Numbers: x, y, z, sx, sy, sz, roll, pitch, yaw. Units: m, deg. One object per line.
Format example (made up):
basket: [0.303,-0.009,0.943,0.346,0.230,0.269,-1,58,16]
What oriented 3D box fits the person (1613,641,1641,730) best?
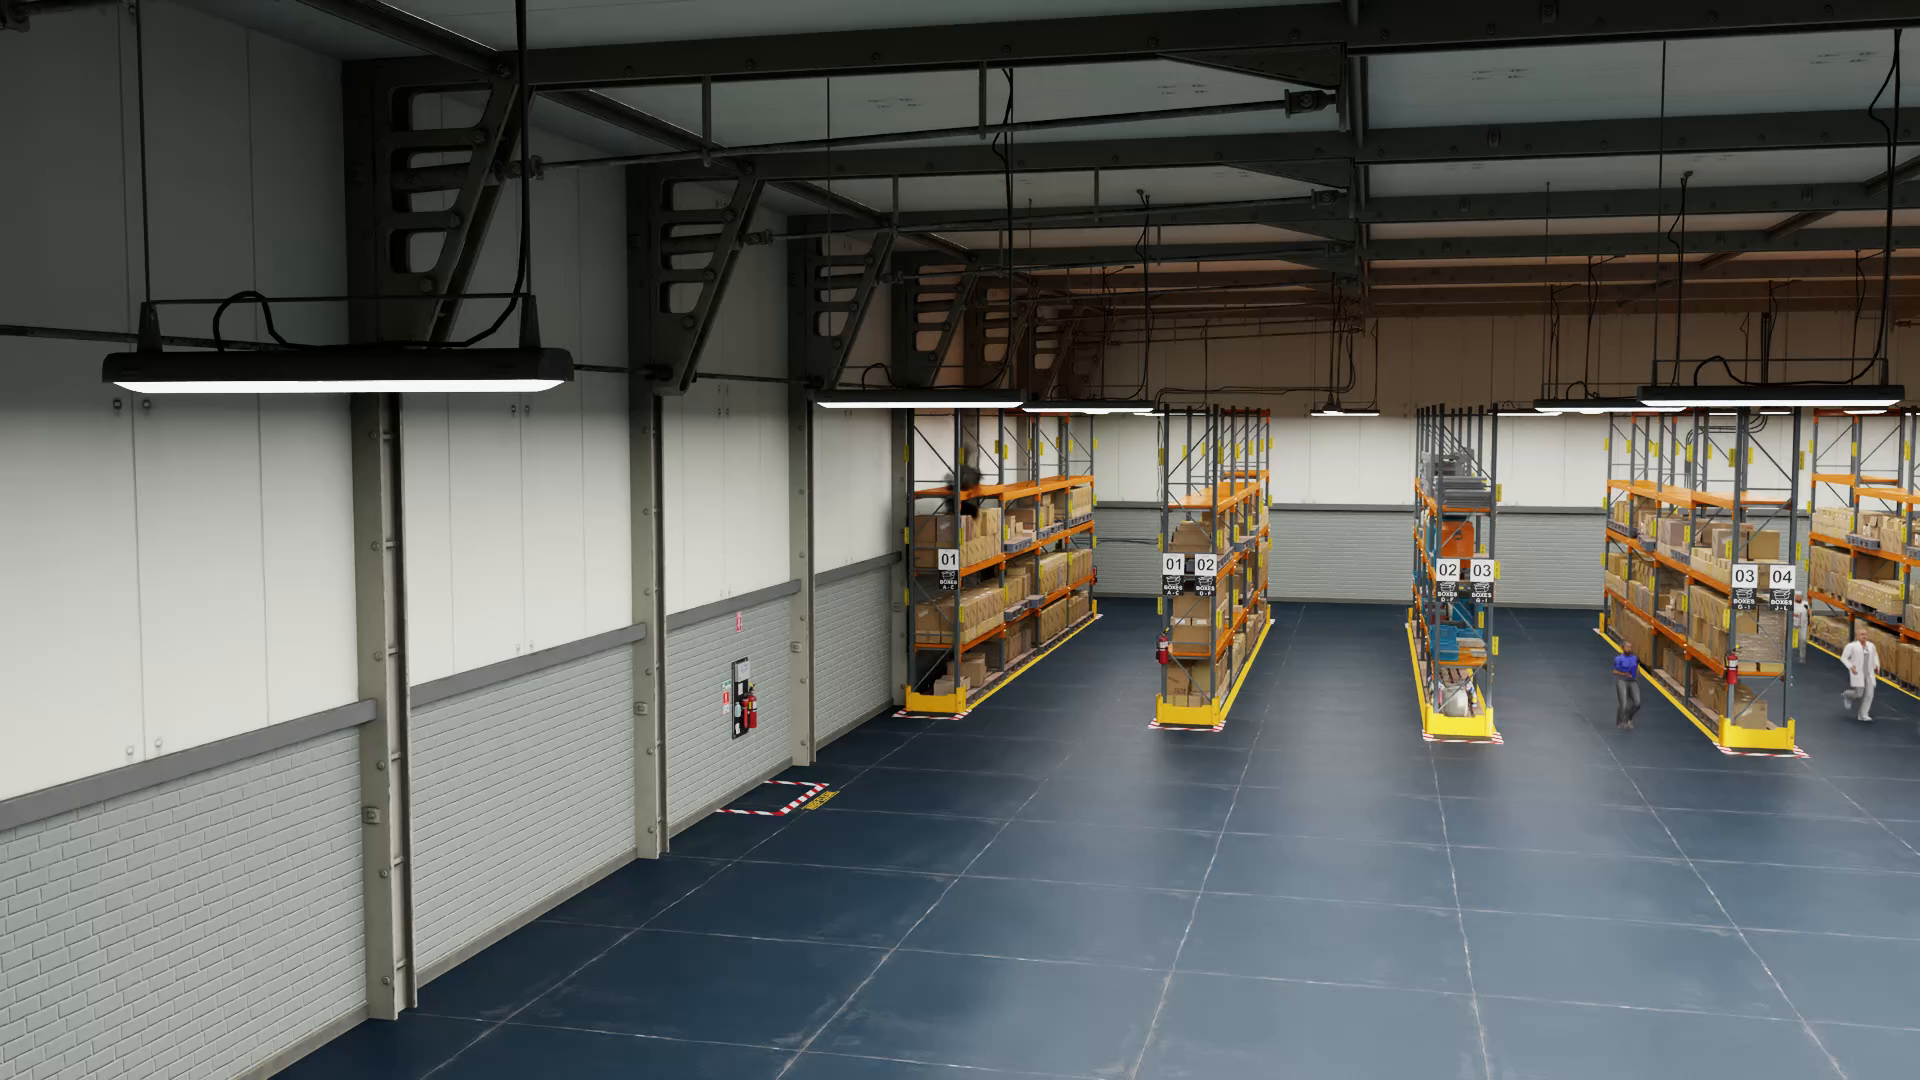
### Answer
person: [12.274,2.691,30.515,0.560,1.629,0.605,0,4,-4]

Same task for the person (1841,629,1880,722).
person: [17.178,2.564,31.663,0.725,1.738,0.829,0,4,3]

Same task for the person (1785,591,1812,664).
person: [19.777,2.039,39.260,0.614,1.698,0.930,1,4,15]
